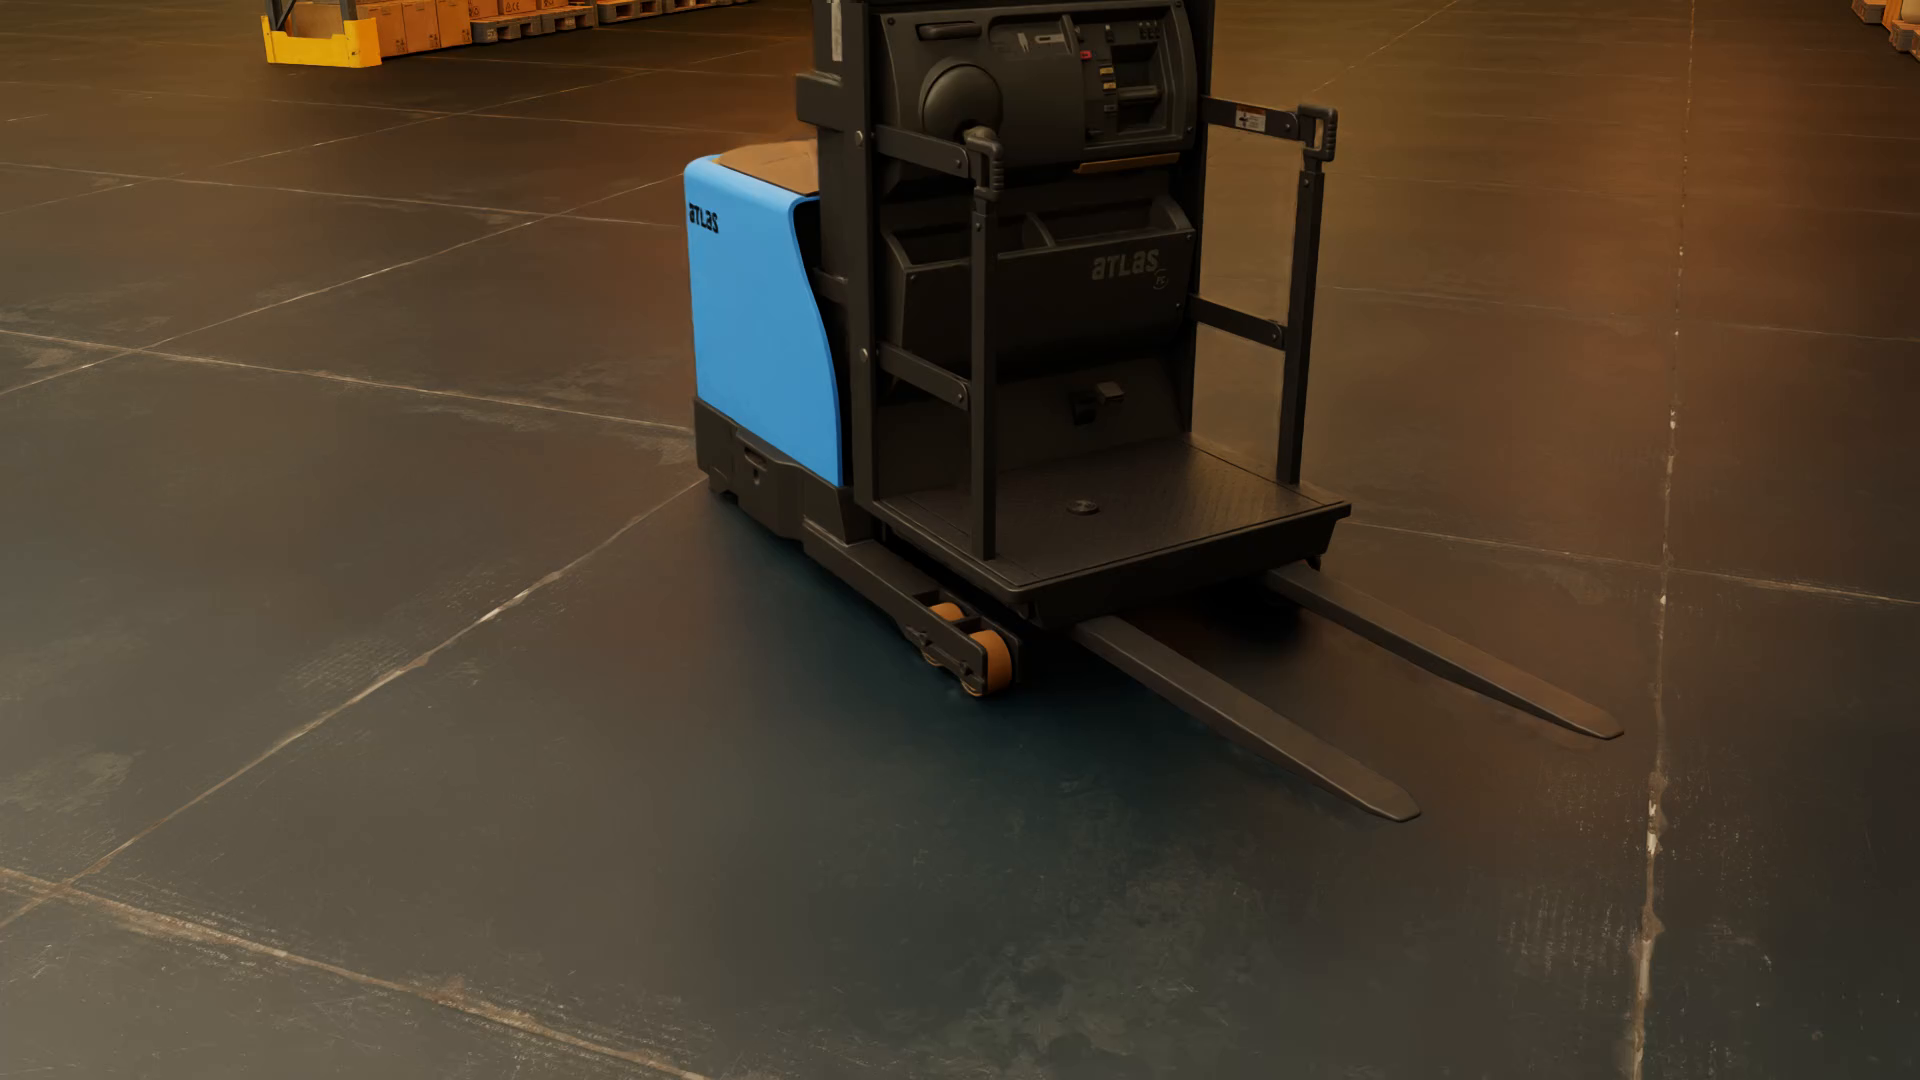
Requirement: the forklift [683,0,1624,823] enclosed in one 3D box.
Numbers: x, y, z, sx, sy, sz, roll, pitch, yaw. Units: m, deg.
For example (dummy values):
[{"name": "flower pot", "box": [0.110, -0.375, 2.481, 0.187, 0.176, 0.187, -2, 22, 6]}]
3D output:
[{"name": "forklift", "box": [0.334, -1.166, 4.083, 1.130, 2.935, 3.031, -14, 26, -29]}]
